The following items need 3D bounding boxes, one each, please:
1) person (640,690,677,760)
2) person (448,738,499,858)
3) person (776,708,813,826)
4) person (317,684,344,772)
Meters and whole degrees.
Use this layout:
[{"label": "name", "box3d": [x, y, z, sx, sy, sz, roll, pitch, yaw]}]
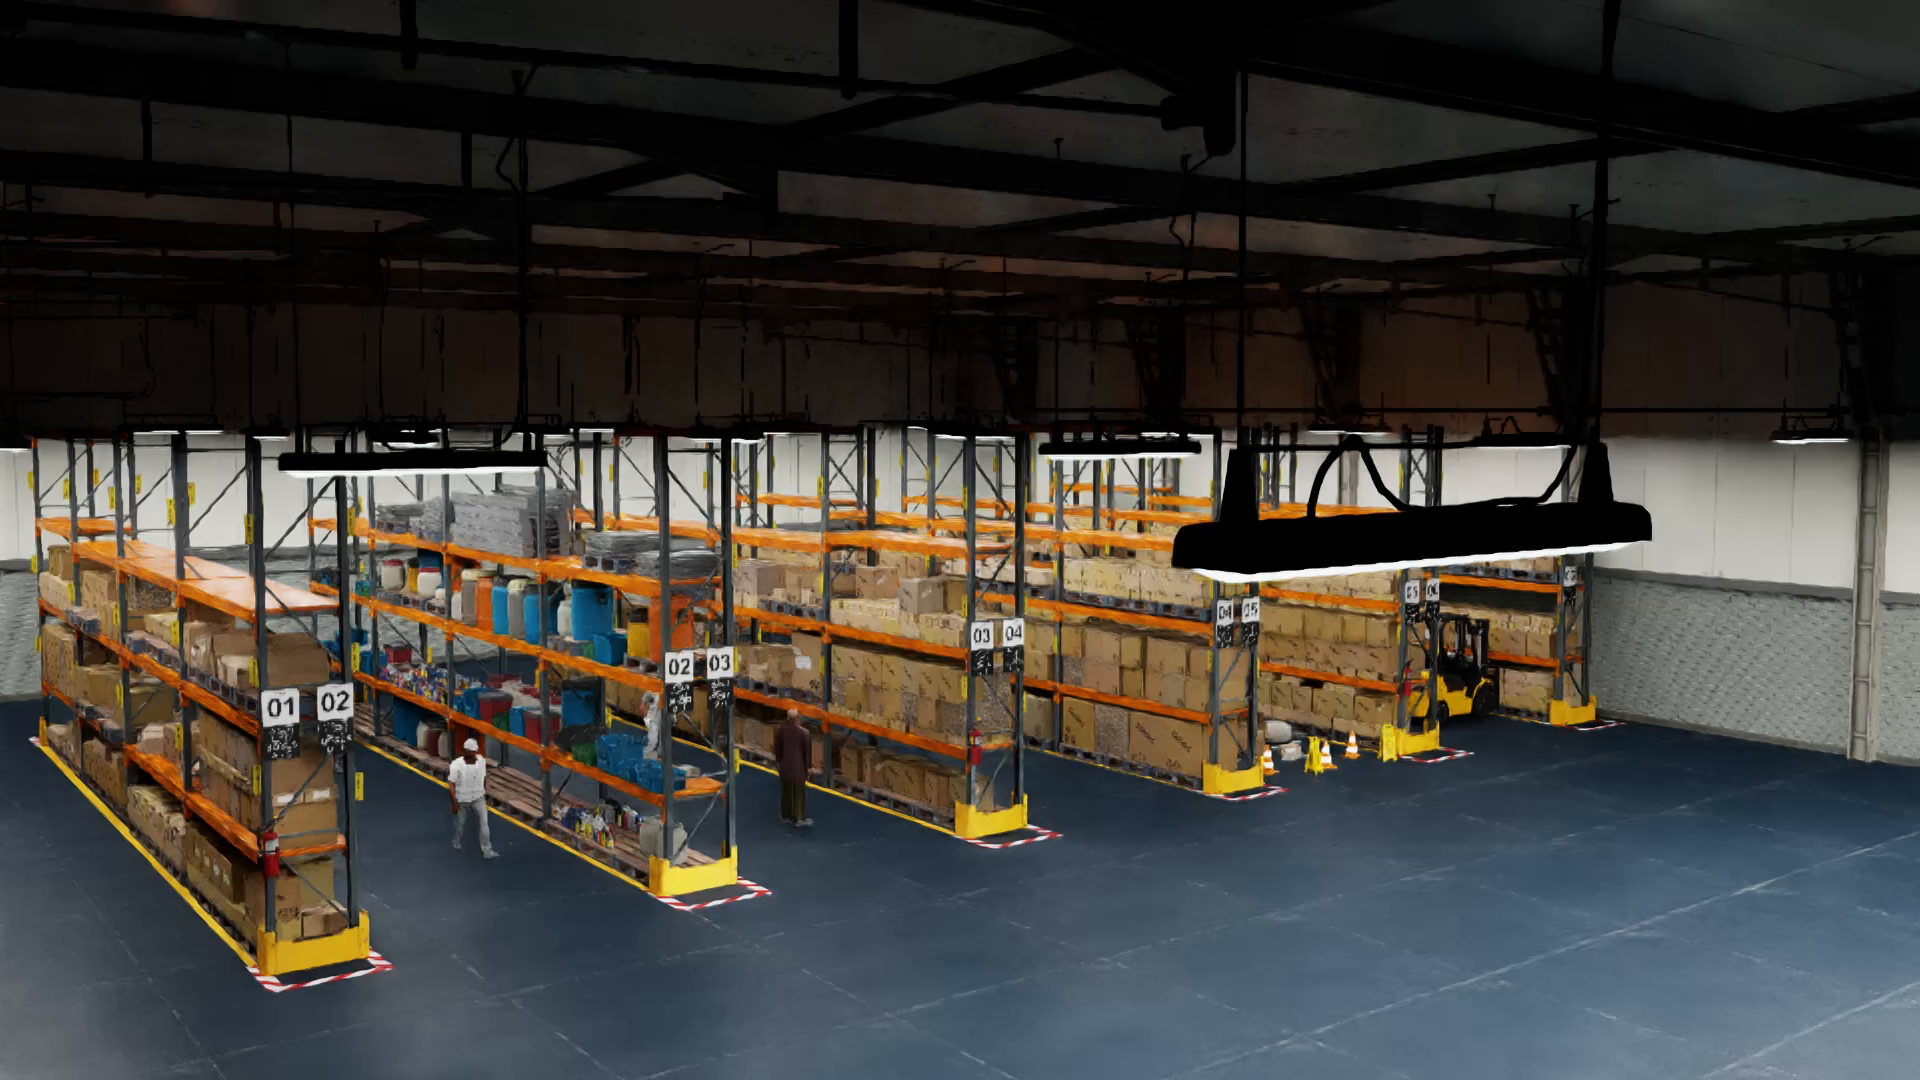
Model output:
[{"label": "person", "box3d": [-5.307, 3.172, 29.286, 0.660, 1.741, 0.552, -4, 6, -38]}, {"label": "person", "box3d": [-6.934, 3.629, 23.516, 0.577, 1.691, 1.121, -3, 5, -35]}, {"label": "person", "box3d": [-2.509, 3.435, 25.347, 0.638, 1.785, 0.514, 2, 5, 24]}, {"label": "person", "box3d": [-10.911, 3.266, 28.915, 0.625, 1.611, 0.582, -4, 6, -39]}]
